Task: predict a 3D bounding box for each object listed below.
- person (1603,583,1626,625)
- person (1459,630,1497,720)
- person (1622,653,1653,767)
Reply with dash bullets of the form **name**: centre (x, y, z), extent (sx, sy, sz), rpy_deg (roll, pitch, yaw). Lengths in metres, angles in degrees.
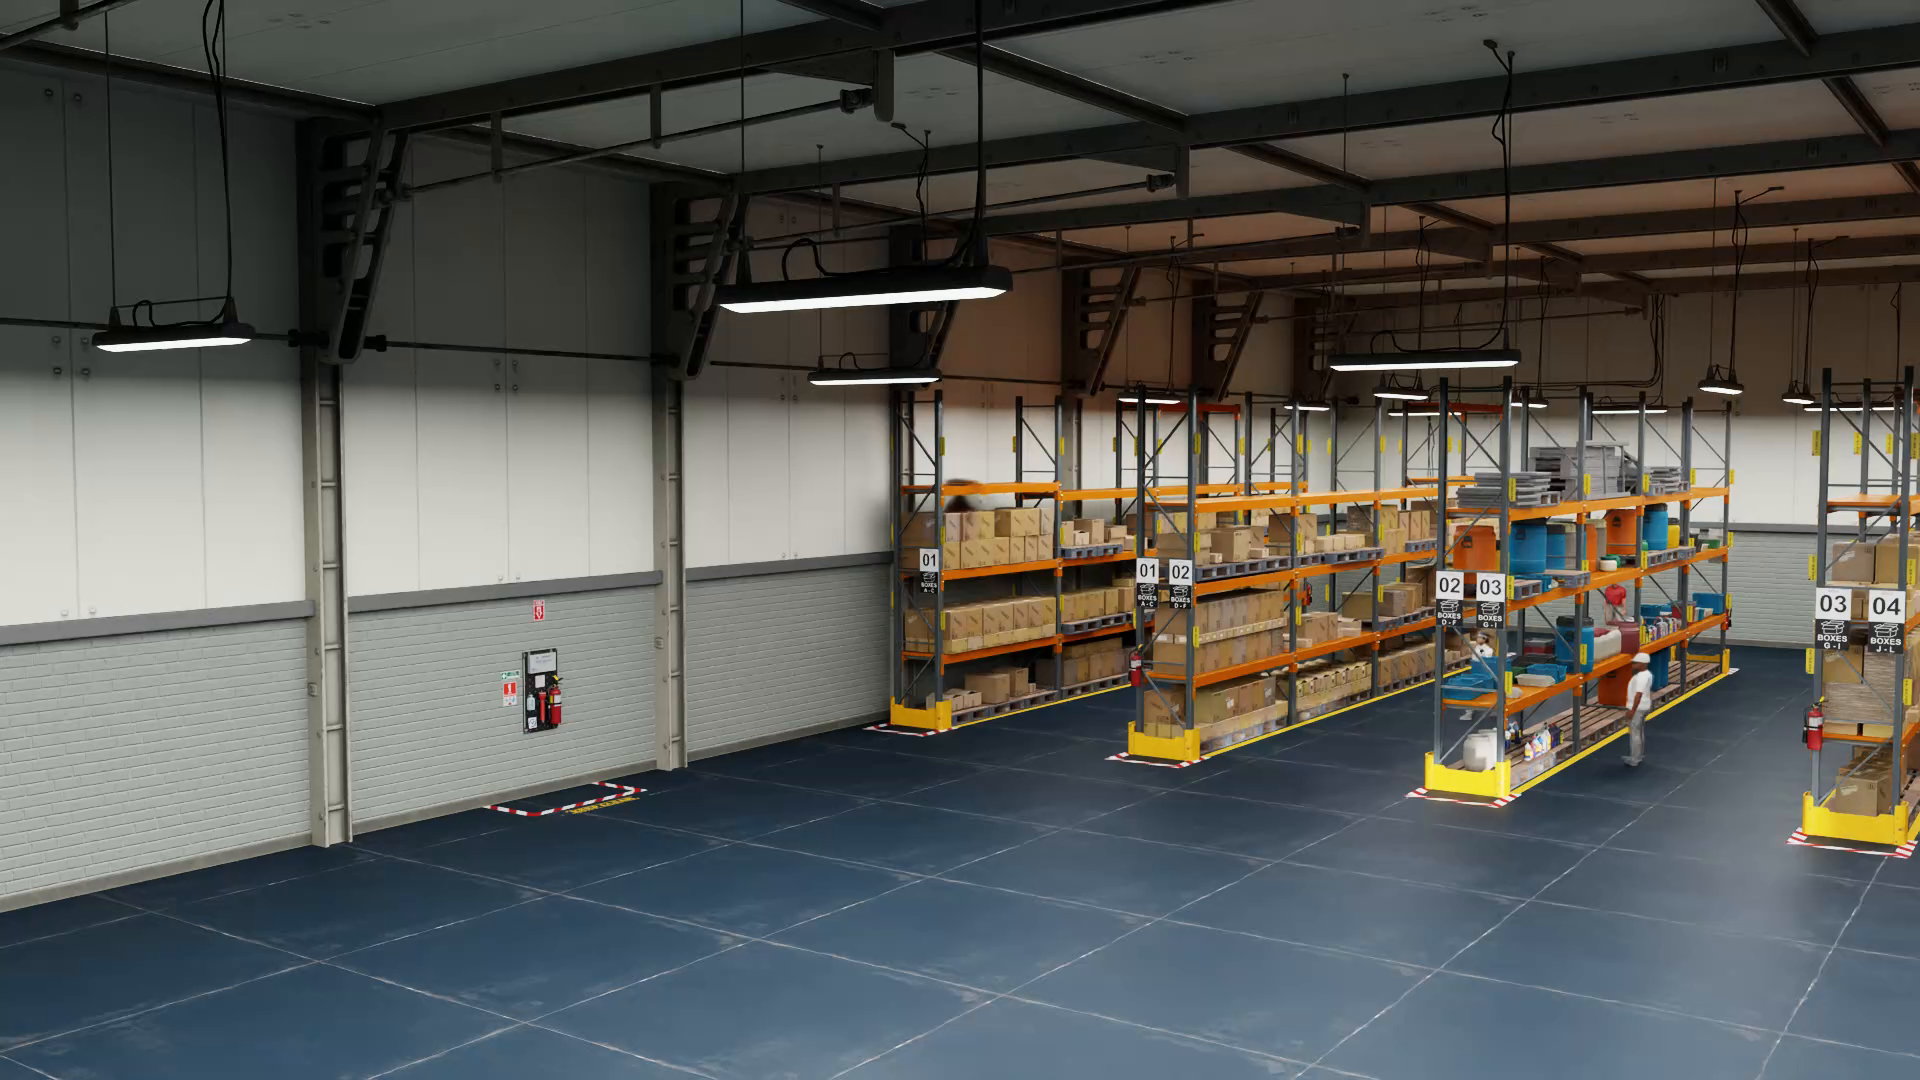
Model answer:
- **person**: centre (16.513, 1.793, 41.954), extent (0.544, 1.731, 0.635), rpy_deg (1, 3, 21)
- **person**: centre (9.512, 2.463, 30.385), extent (1.020, 1.635, 0.485), rpy_deg (-3, 4, -43)
- **person**: centre (10.600, 2.650, 26.123), extent (0.529, 1.772, 0.577), rpy_deg (3, 4, 43)
